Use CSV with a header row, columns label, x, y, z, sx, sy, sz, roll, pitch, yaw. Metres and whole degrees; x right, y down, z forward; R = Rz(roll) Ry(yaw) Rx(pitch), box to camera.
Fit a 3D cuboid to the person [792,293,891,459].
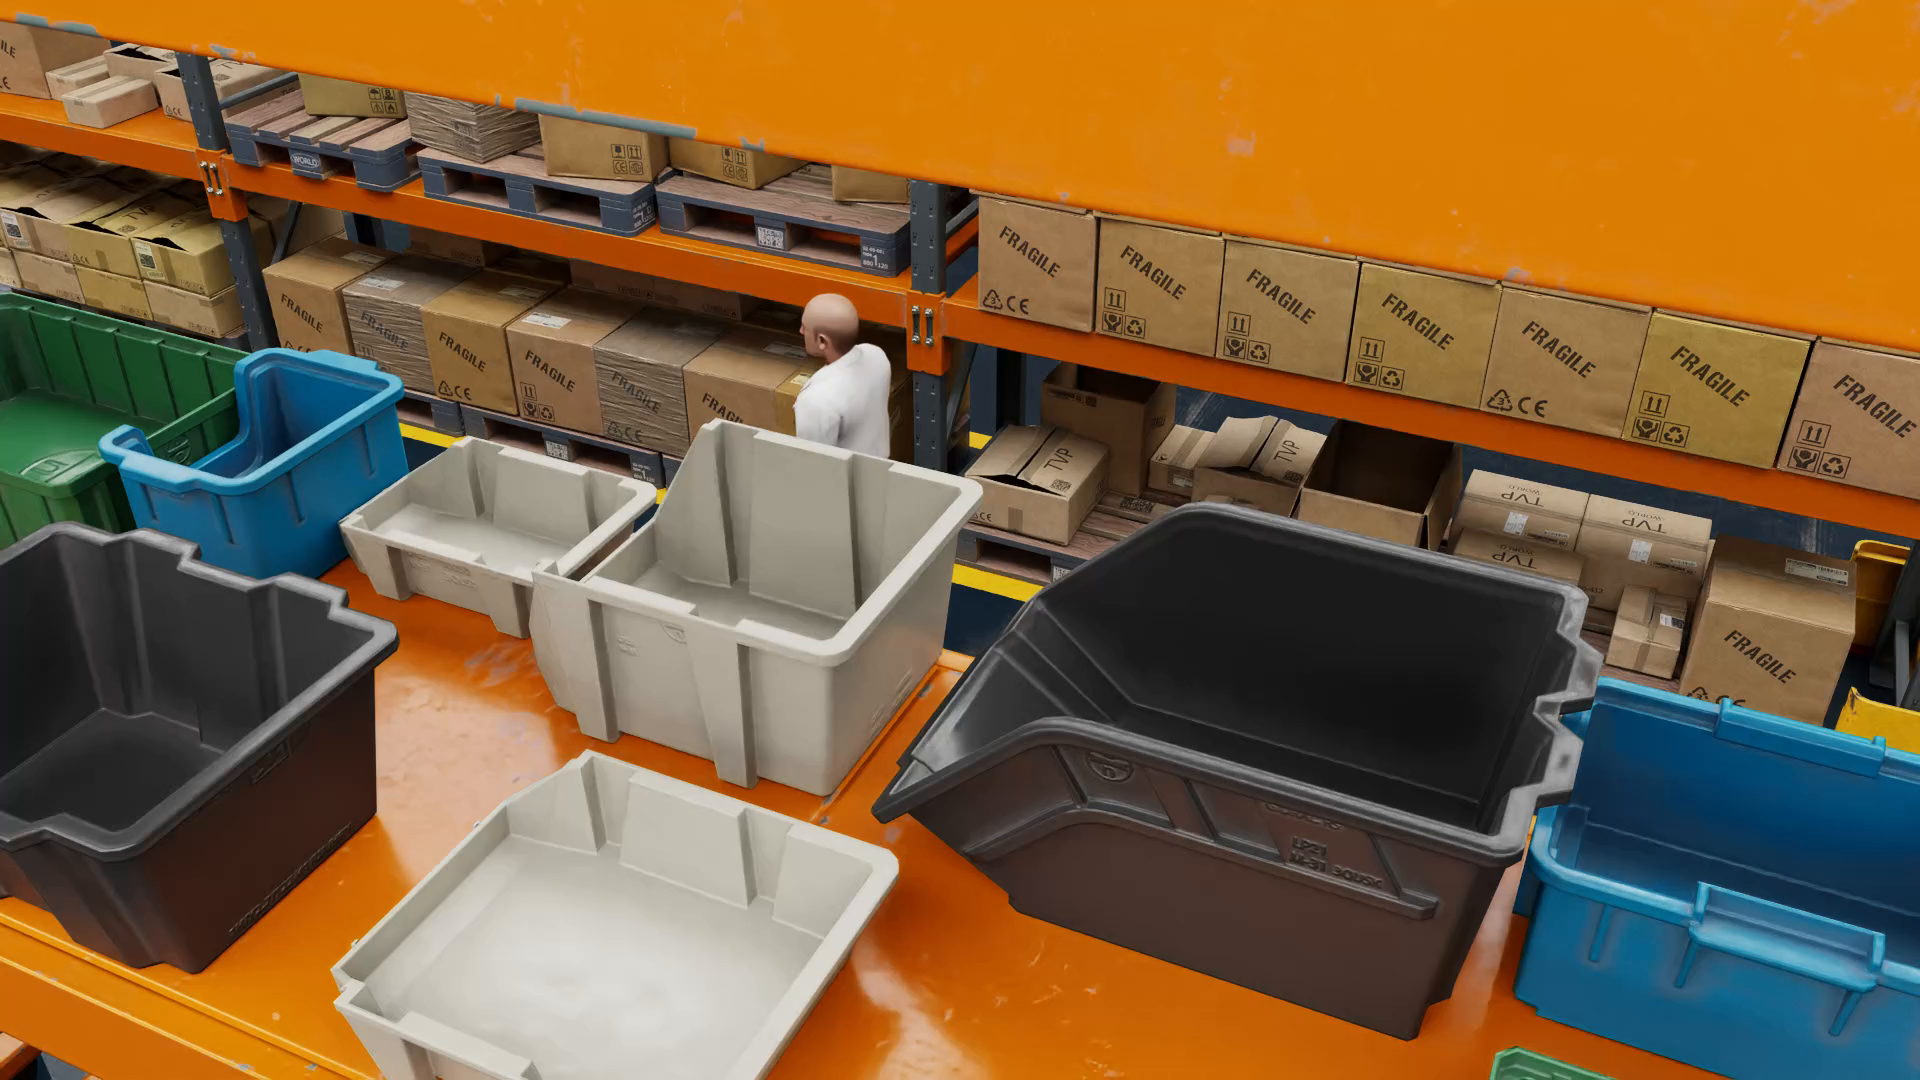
label,x,y,z,sx,sy,sz,roll,pitch,yaw
person,-0.513,-0.134,6.351,0.479,1.782,0.572,14,36,20
